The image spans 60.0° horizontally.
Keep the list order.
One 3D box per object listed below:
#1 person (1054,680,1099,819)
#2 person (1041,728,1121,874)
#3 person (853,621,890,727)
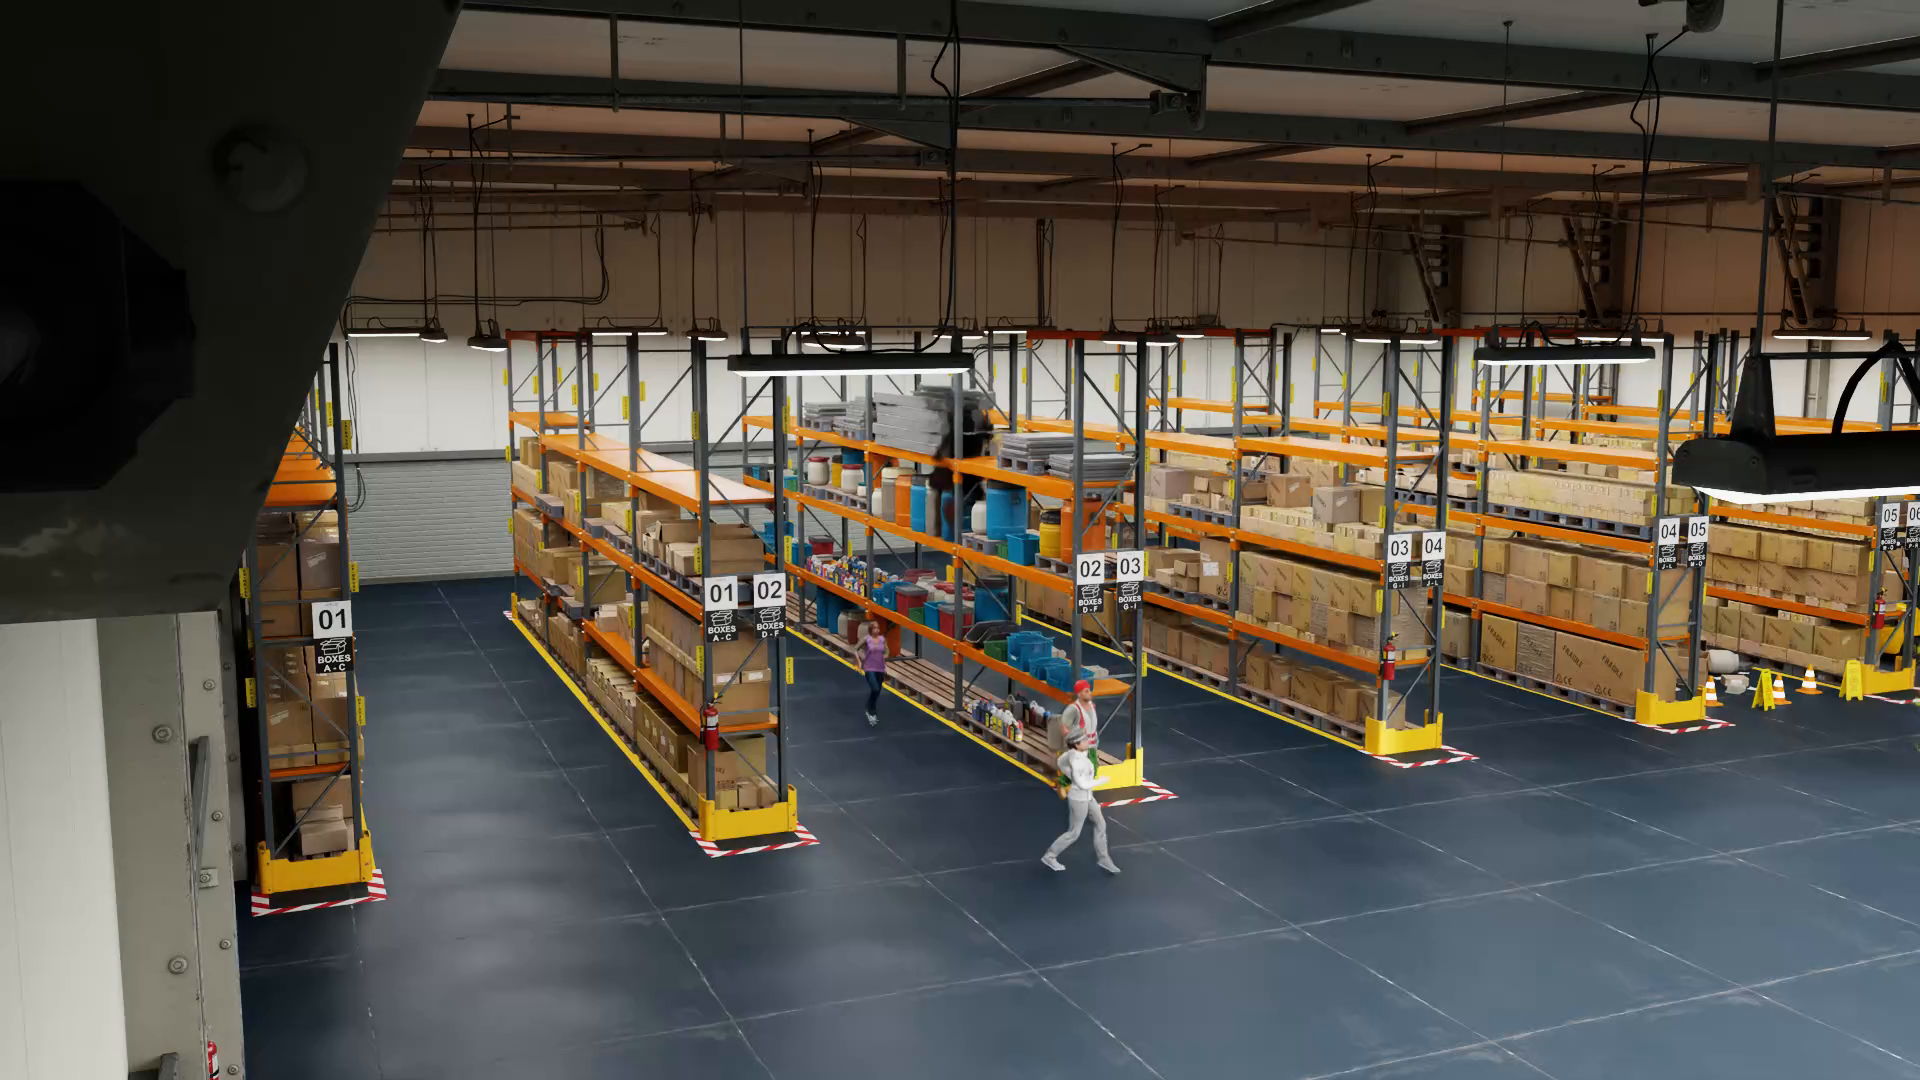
[{"bbox_3d":[1.476,2.615,21.048,0.681,1.759,0.667,6,10,39],"label":"person"},{"bbox_3d":[1.378,2.954,18.821,0.896,1.714,0.622,1,8,8],"label":"person"},{"bbox_3d":[-1.331,2.052,25.712,0.503,1.627,0.691,-5,9,-31],"label":"person"}]
